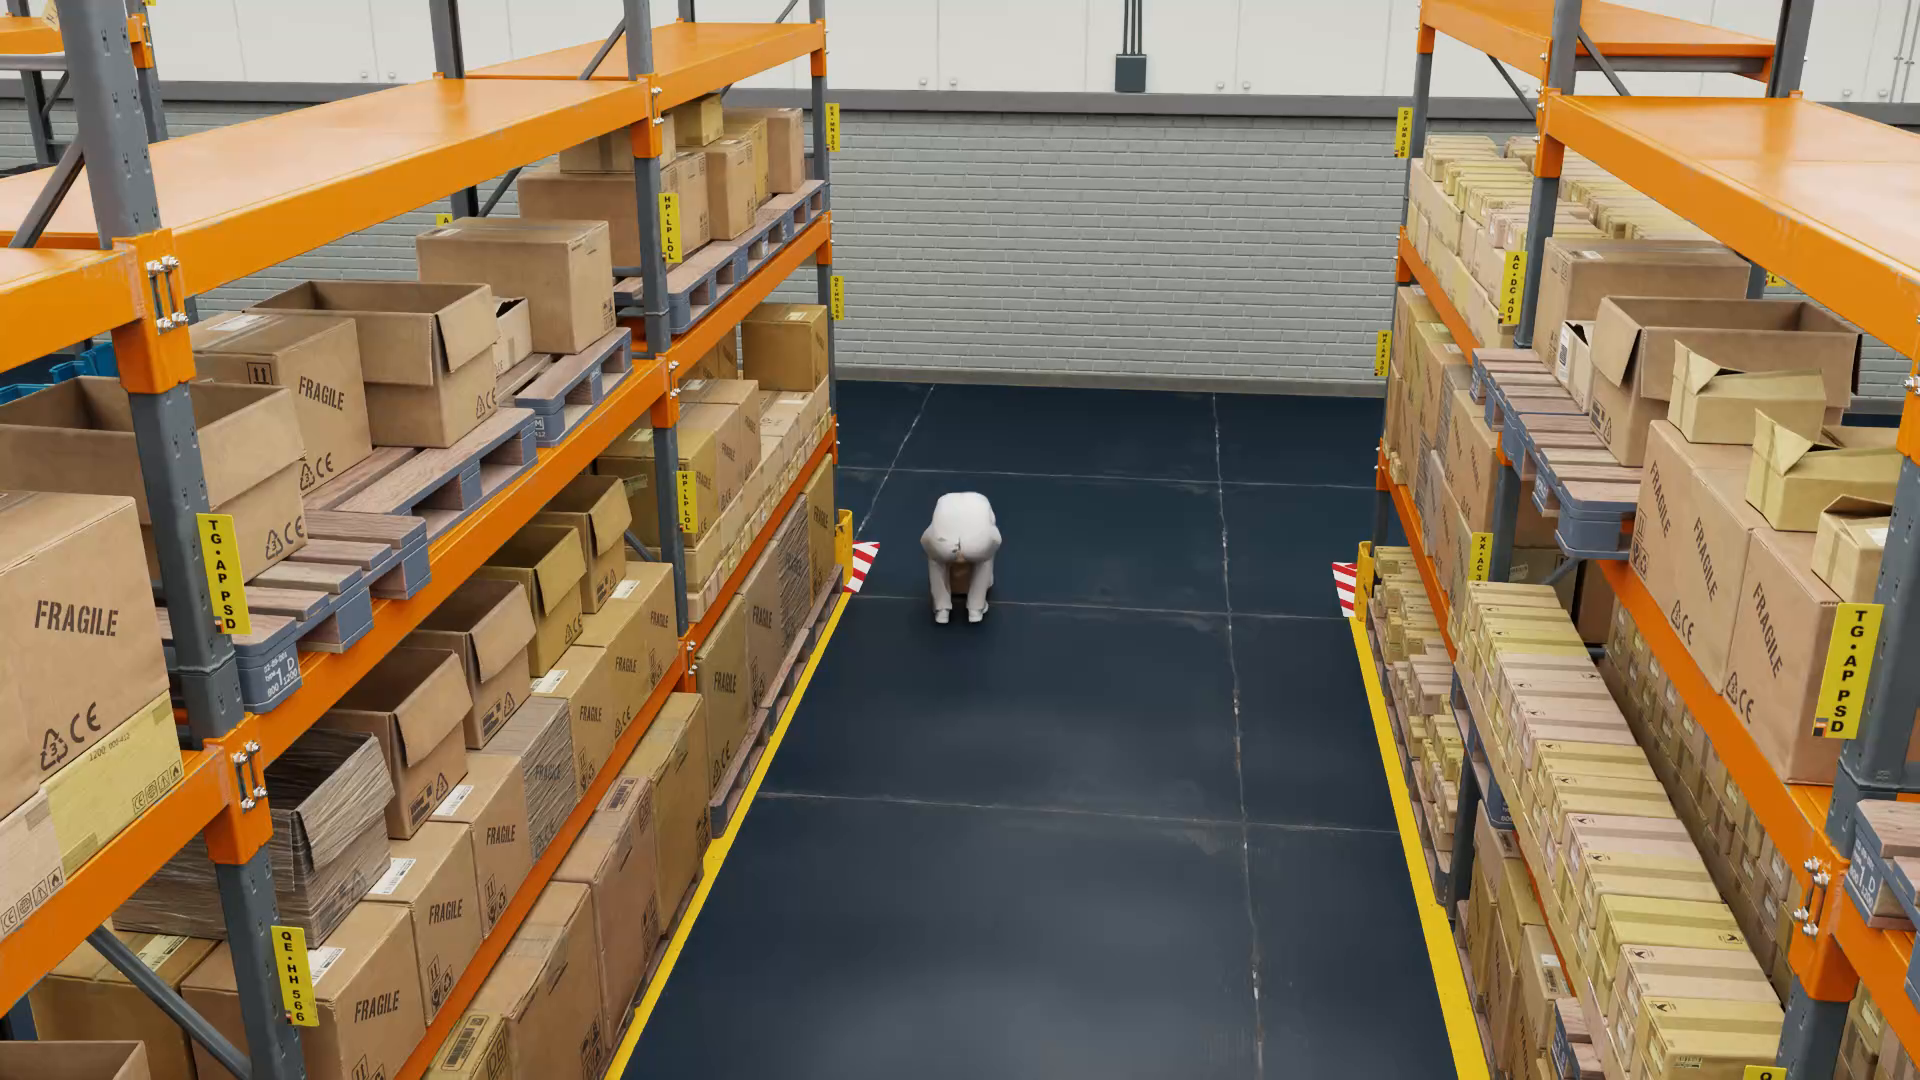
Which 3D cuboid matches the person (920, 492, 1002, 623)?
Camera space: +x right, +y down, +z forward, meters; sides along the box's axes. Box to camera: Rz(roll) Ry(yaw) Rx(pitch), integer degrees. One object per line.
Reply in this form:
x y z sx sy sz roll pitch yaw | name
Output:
0.015 0.063 12.121 0.591 0.943 0.947 1 21 3 | person
